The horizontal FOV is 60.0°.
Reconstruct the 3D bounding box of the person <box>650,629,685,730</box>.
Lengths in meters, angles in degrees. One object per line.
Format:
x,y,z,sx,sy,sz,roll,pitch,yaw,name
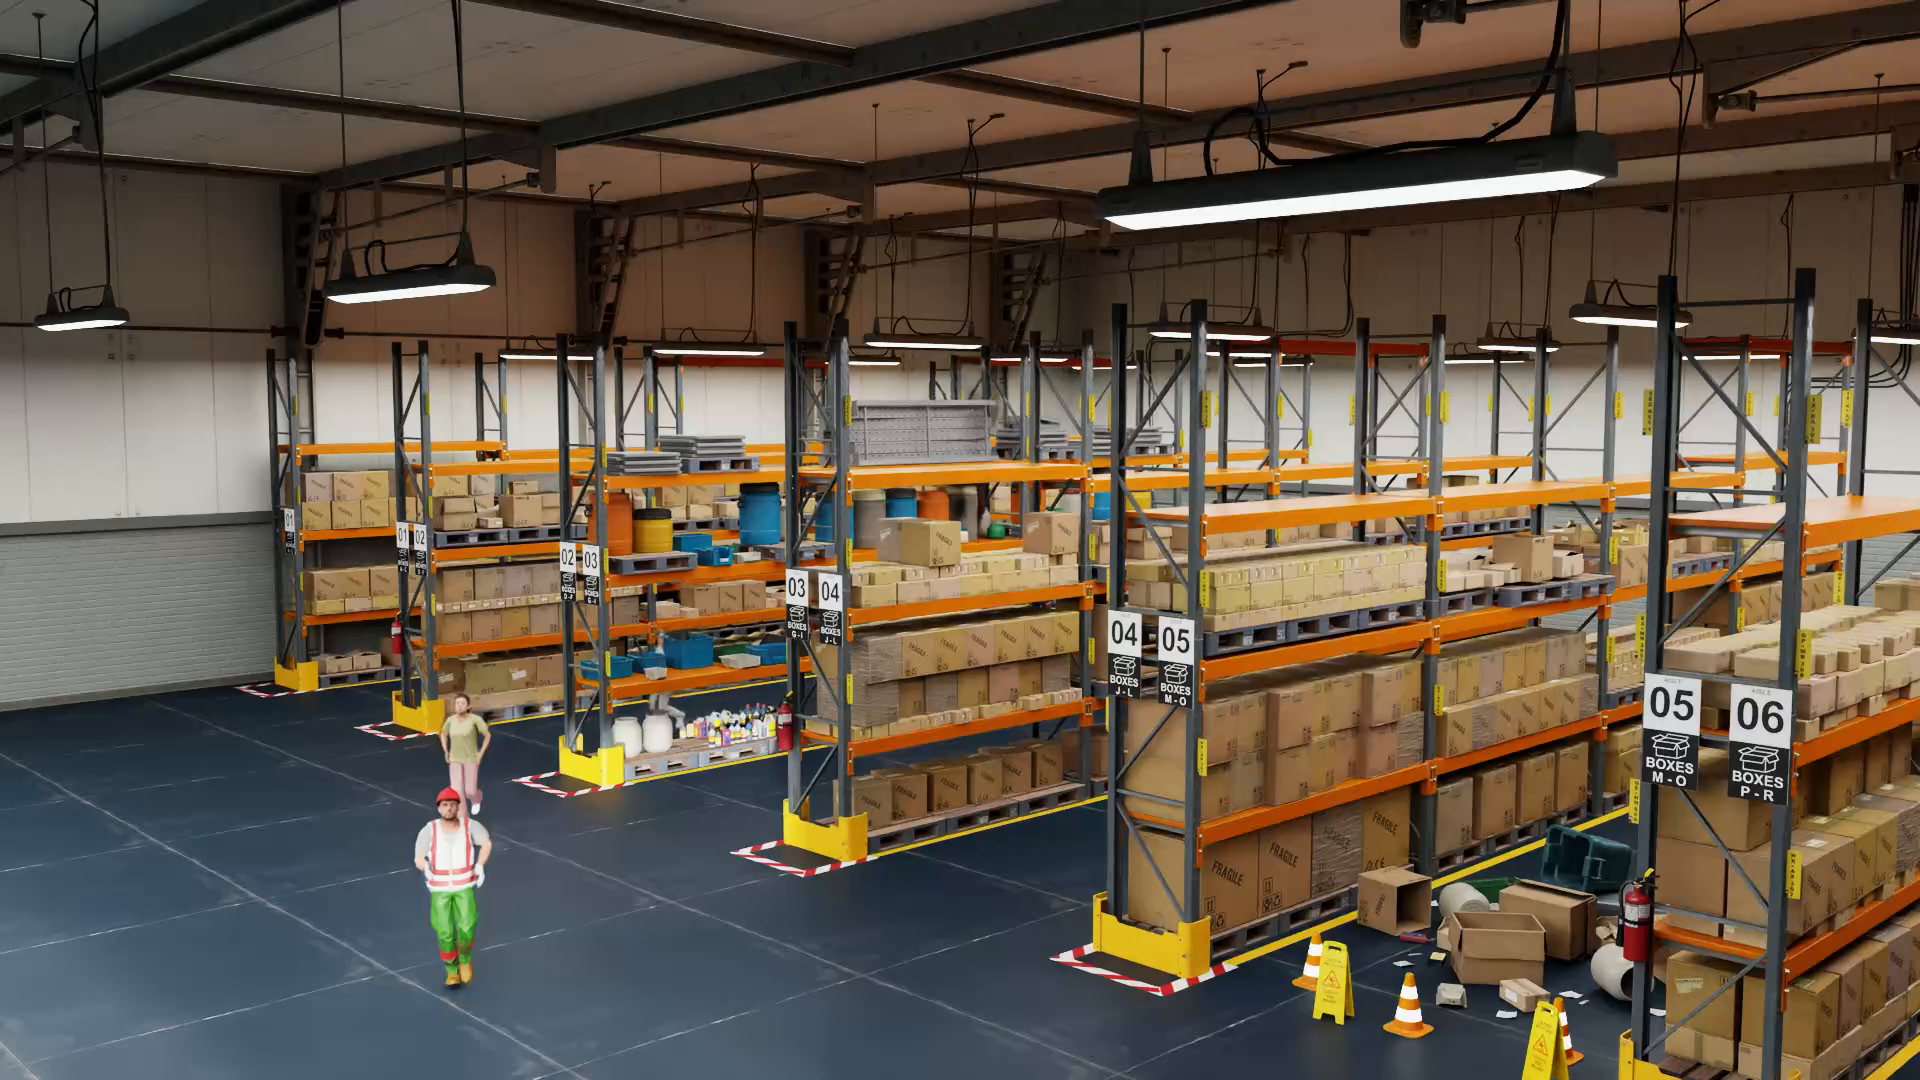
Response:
-4.485,2.158,25.233,0.614,1.647,0.560,4,6,36,person

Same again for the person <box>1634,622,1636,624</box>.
10.729,2.088,26.238,0.651,1.626,0.596,-4,6,-35,person

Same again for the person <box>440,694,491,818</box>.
-5.917,2.642,19.911,0.599,1.629,0.714,0,5,-4,person

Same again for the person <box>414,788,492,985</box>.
-4.393,3.030,14.412,0.641,1.746,0.601,-1,5,-14,person
